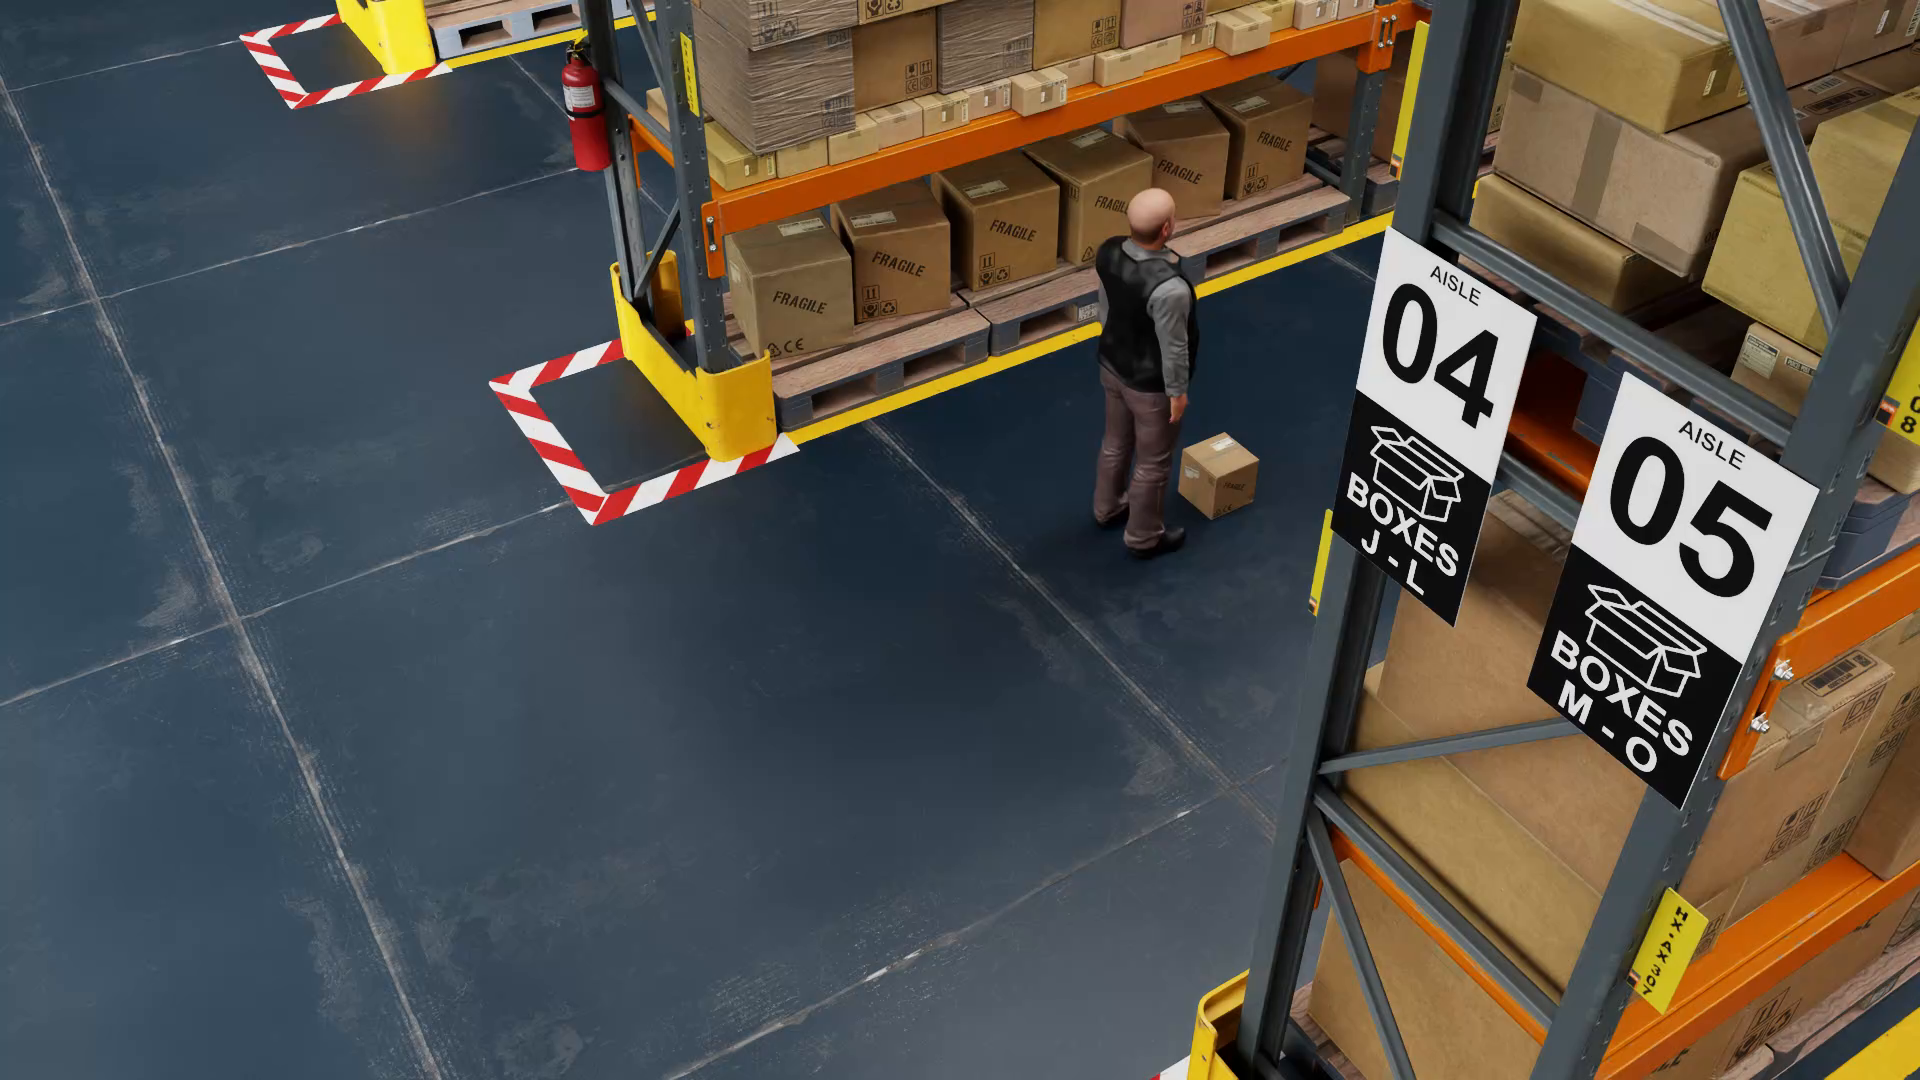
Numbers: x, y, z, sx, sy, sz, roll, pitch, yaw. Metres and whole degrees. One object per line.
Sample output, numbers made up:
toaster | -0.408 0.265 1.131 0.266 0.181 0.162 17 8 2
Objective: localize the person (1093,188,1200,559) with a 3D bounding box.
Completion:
person | 0.782 -0.701 6.983 0.373 1.728 0.534 -22 45 -23
